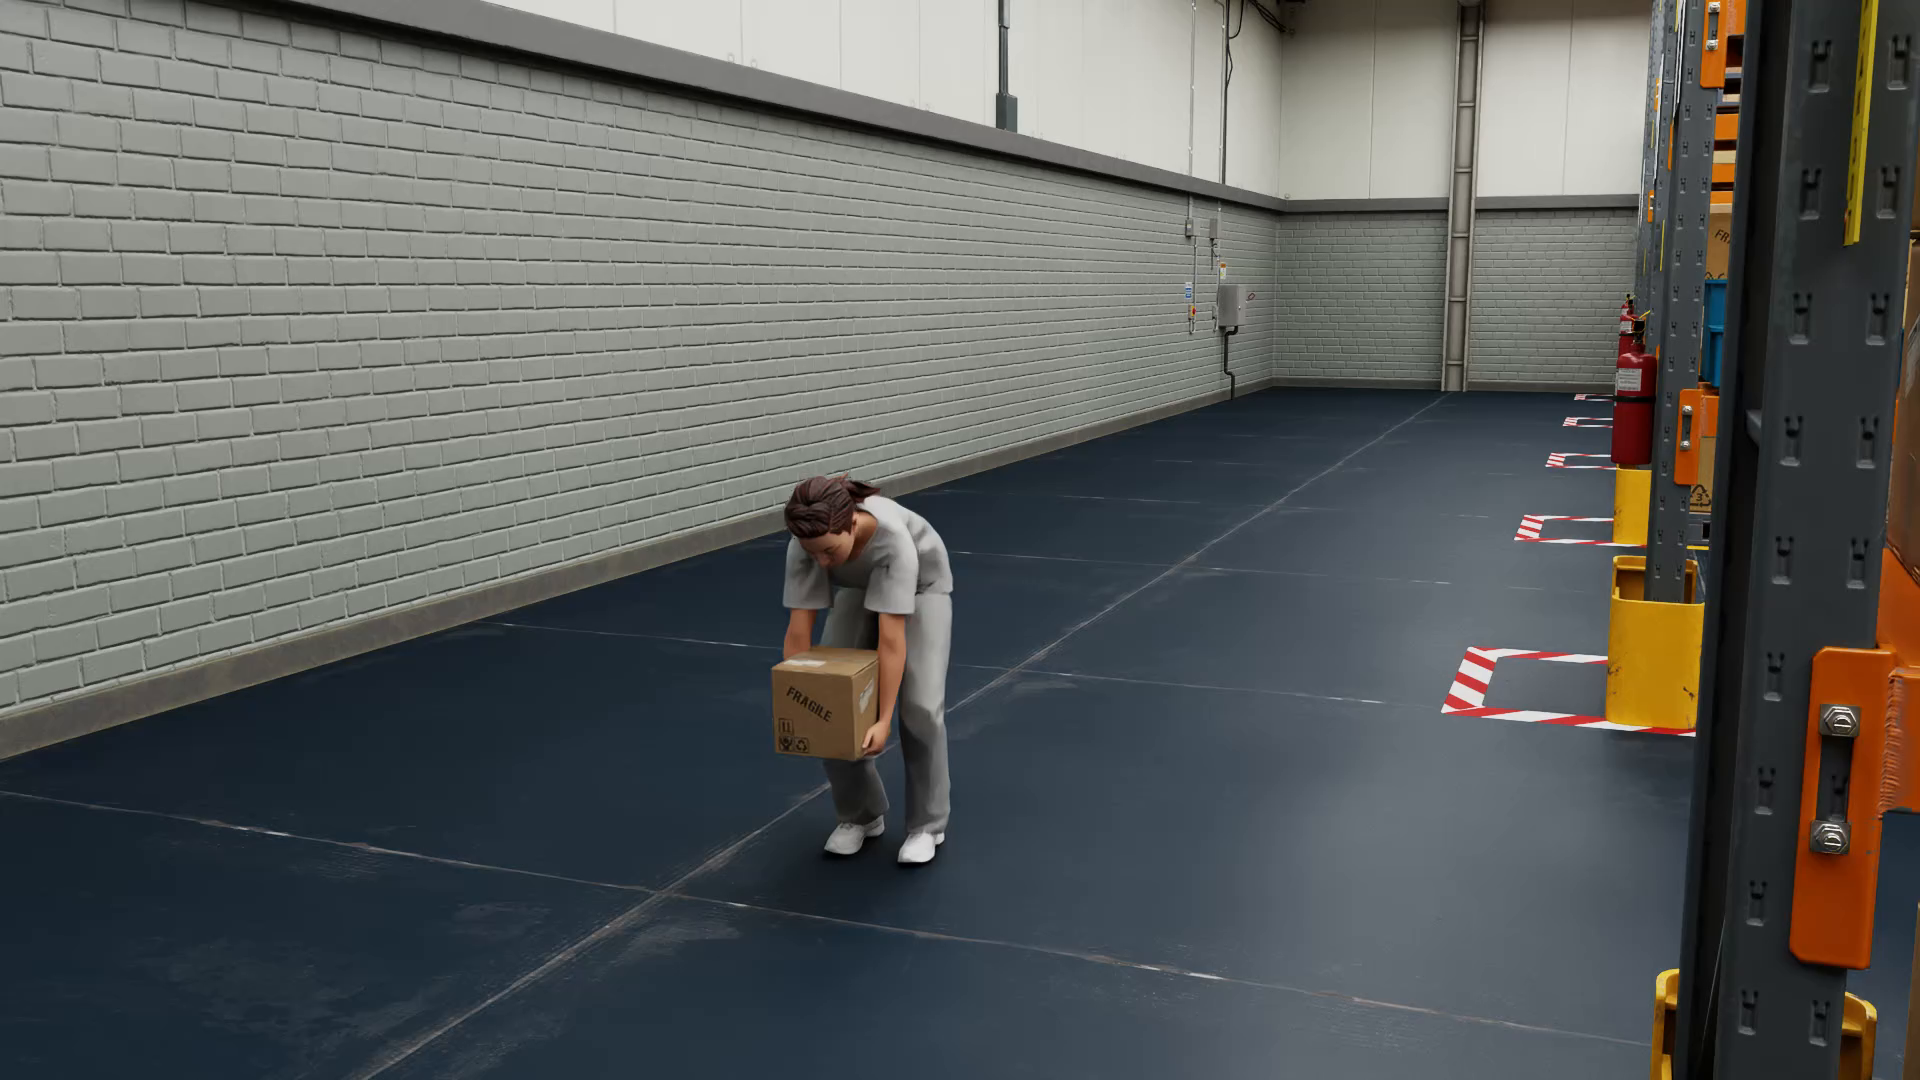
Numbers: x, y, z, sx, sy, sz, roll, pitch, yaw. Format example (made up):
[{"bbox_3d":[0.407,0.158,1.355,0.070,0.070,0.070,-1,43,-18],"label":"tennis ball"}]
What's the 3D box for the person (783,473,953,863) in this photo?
[{"bbox_3d":[-0.287,0.384,4.883,0.434,1.216,0.834,3,9,19],"label":"person"}]
